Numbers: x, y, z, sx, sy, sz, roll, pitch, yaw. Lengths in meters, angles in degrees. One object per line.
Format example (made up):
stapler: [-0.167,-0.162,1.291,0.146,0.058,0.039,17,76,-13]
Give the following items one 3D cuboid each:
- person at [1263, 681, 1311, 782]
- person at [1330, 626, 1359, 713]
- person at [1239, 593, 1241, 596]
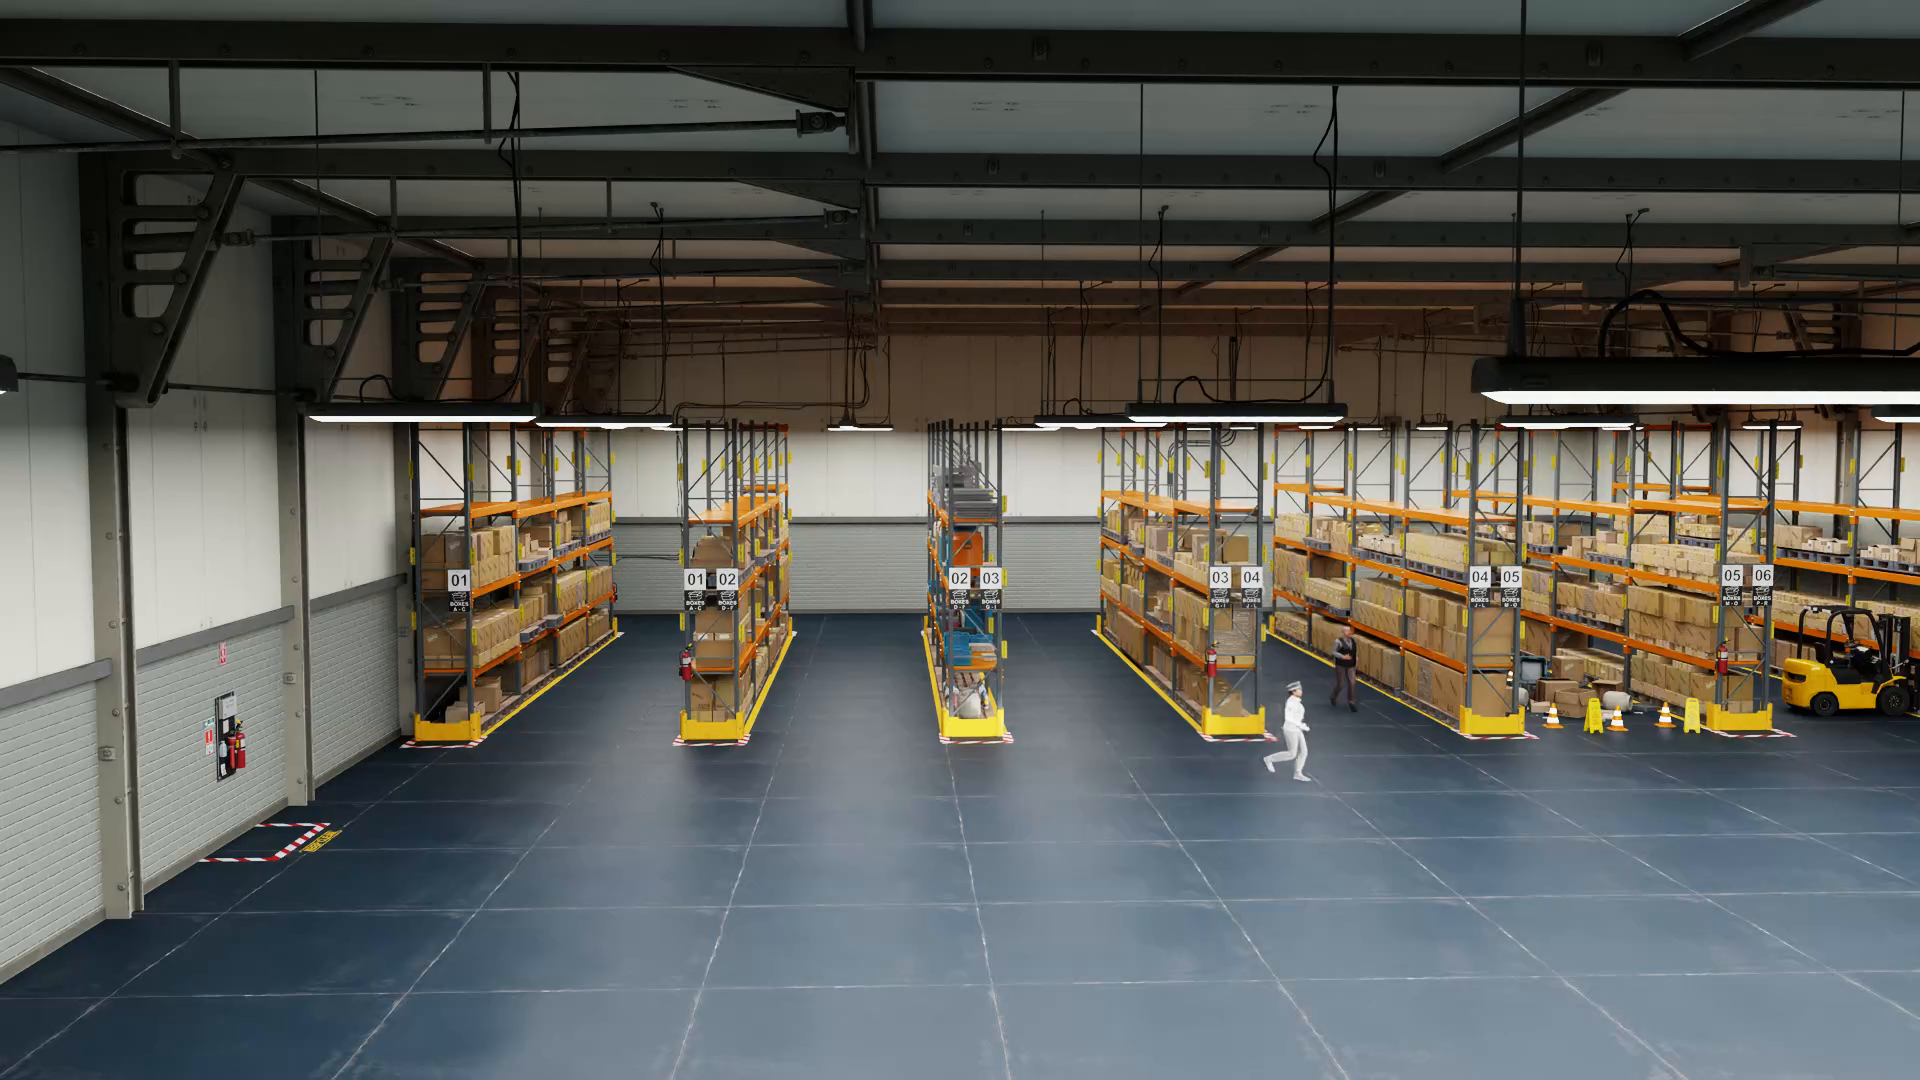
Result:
person: [5.416,3.140,27.446,0.769,1.663,0.607,1,4,21]
person: [7.986,2.650,34.470,0.675,1.750,0.854,-1,4,-16]
person: [7.051,2.194,41.598,0.680,1.824,0.759,-1,4,-11]
